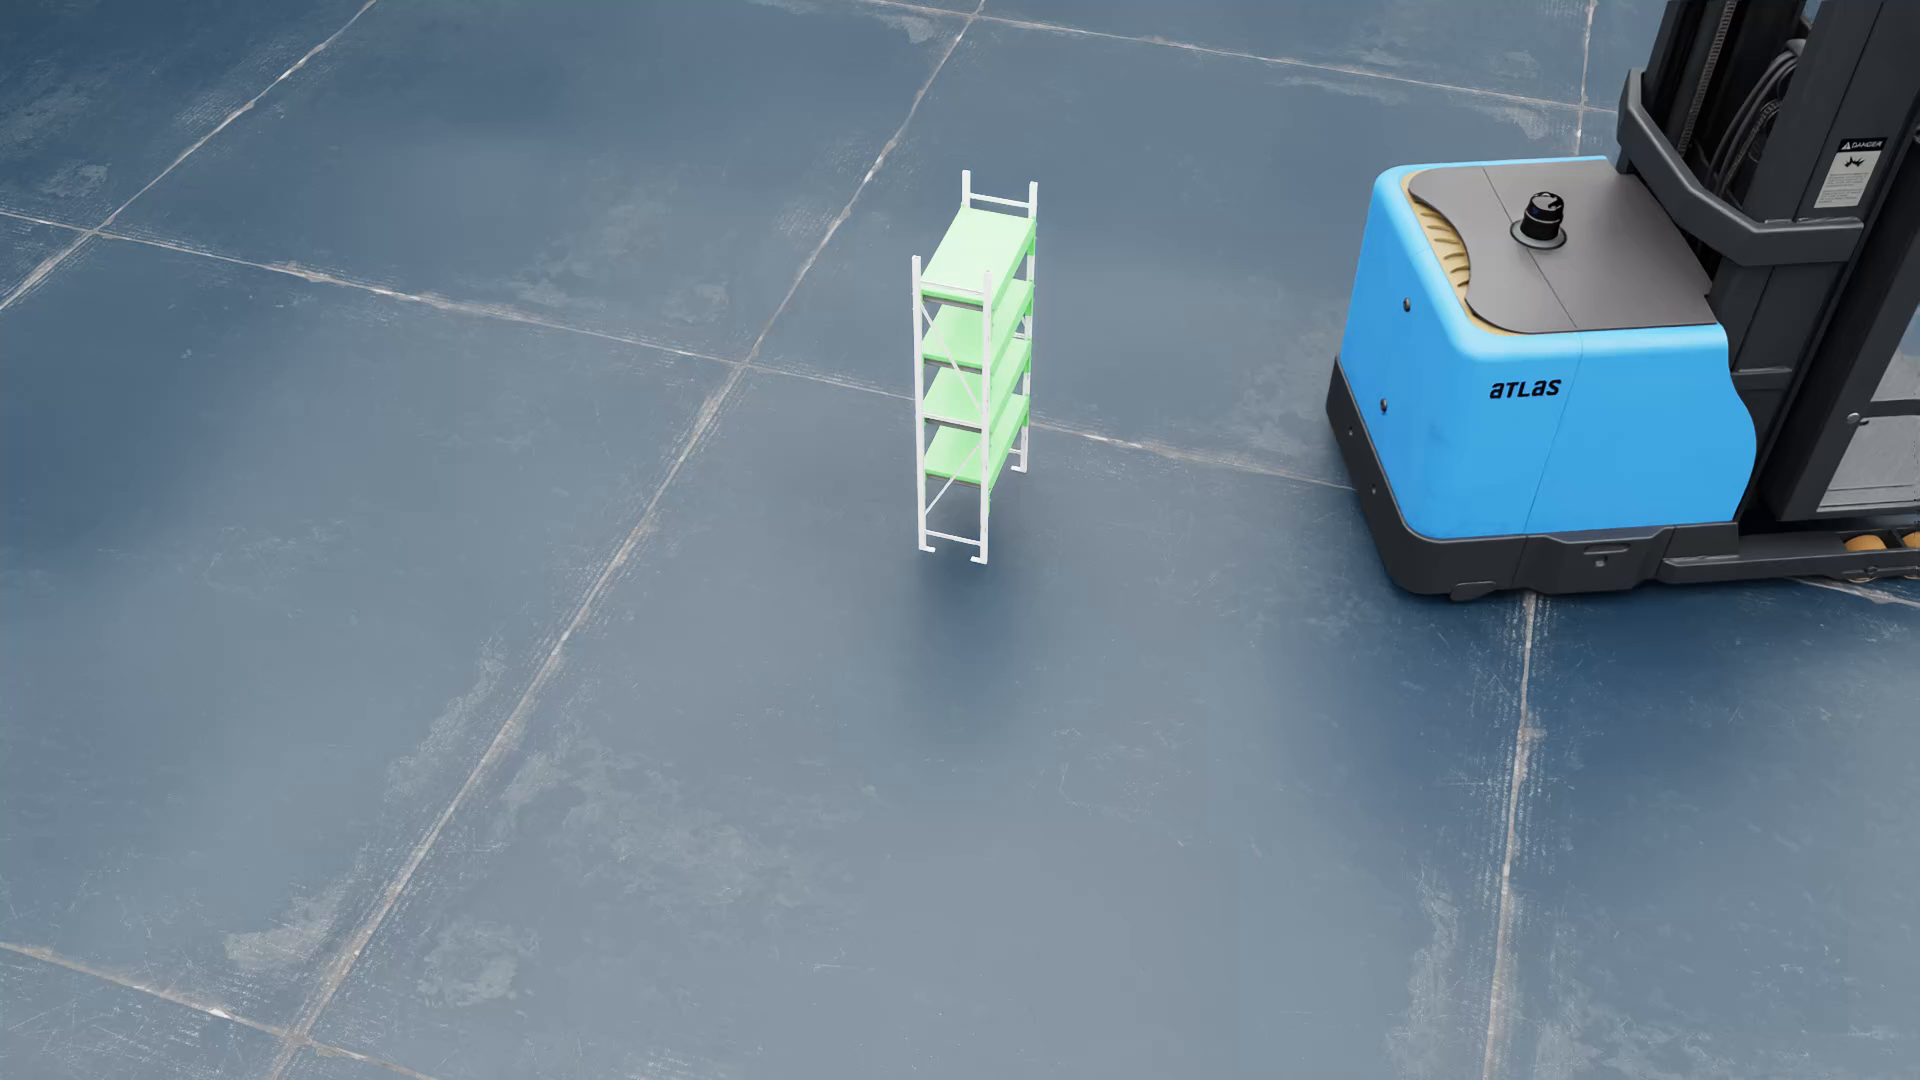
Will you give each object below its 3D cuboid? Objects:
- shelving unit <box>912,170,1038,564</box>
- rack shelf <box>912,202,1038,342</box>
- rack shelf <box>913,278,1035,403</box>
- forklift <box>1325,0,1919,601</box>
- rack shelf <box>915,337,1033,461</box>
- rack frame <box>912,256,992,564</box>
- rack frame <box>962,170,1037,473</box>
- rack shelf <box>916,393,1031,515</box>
[{"bbox_3d":[0.050,-0.539,5.443,0.258,1.200,0.503,13,46,12],"label":"shelving unit"},{"bbox_3d":[0.050,-0.837,5.152,0.258,0.148,0.480,13,46,12],"label":"rack shelf"},{"bbox_3d":[0.050,-0.665,5.320,0.258,0.148,0.480,13,46,12],"label":"rack shelf"},{"bbox_3d":[2.896,-1.271,4.954,3.031,2.935,1.130,-4,44,-4],"label":"forklift"},{"bbox_3d":[0.050,-0.494,5.488,0.258,0.148,0.480,13,46,12],"label":"rack shelf"},{"bbox_3d":[-0.024,-0.377,5.277,0.240,1.200,0.015,13,46,12],"label":"rack frame"},{"bbox_3d":[0.124,-0.702,5.609,0.240,1.200,0.015,13,46,12],"label":"rack frame"},{"bbox_3d":[0.050,-0.322,5.656,0.258,0.148,0.480,13,46,12],"label":"rack shelf"}]
